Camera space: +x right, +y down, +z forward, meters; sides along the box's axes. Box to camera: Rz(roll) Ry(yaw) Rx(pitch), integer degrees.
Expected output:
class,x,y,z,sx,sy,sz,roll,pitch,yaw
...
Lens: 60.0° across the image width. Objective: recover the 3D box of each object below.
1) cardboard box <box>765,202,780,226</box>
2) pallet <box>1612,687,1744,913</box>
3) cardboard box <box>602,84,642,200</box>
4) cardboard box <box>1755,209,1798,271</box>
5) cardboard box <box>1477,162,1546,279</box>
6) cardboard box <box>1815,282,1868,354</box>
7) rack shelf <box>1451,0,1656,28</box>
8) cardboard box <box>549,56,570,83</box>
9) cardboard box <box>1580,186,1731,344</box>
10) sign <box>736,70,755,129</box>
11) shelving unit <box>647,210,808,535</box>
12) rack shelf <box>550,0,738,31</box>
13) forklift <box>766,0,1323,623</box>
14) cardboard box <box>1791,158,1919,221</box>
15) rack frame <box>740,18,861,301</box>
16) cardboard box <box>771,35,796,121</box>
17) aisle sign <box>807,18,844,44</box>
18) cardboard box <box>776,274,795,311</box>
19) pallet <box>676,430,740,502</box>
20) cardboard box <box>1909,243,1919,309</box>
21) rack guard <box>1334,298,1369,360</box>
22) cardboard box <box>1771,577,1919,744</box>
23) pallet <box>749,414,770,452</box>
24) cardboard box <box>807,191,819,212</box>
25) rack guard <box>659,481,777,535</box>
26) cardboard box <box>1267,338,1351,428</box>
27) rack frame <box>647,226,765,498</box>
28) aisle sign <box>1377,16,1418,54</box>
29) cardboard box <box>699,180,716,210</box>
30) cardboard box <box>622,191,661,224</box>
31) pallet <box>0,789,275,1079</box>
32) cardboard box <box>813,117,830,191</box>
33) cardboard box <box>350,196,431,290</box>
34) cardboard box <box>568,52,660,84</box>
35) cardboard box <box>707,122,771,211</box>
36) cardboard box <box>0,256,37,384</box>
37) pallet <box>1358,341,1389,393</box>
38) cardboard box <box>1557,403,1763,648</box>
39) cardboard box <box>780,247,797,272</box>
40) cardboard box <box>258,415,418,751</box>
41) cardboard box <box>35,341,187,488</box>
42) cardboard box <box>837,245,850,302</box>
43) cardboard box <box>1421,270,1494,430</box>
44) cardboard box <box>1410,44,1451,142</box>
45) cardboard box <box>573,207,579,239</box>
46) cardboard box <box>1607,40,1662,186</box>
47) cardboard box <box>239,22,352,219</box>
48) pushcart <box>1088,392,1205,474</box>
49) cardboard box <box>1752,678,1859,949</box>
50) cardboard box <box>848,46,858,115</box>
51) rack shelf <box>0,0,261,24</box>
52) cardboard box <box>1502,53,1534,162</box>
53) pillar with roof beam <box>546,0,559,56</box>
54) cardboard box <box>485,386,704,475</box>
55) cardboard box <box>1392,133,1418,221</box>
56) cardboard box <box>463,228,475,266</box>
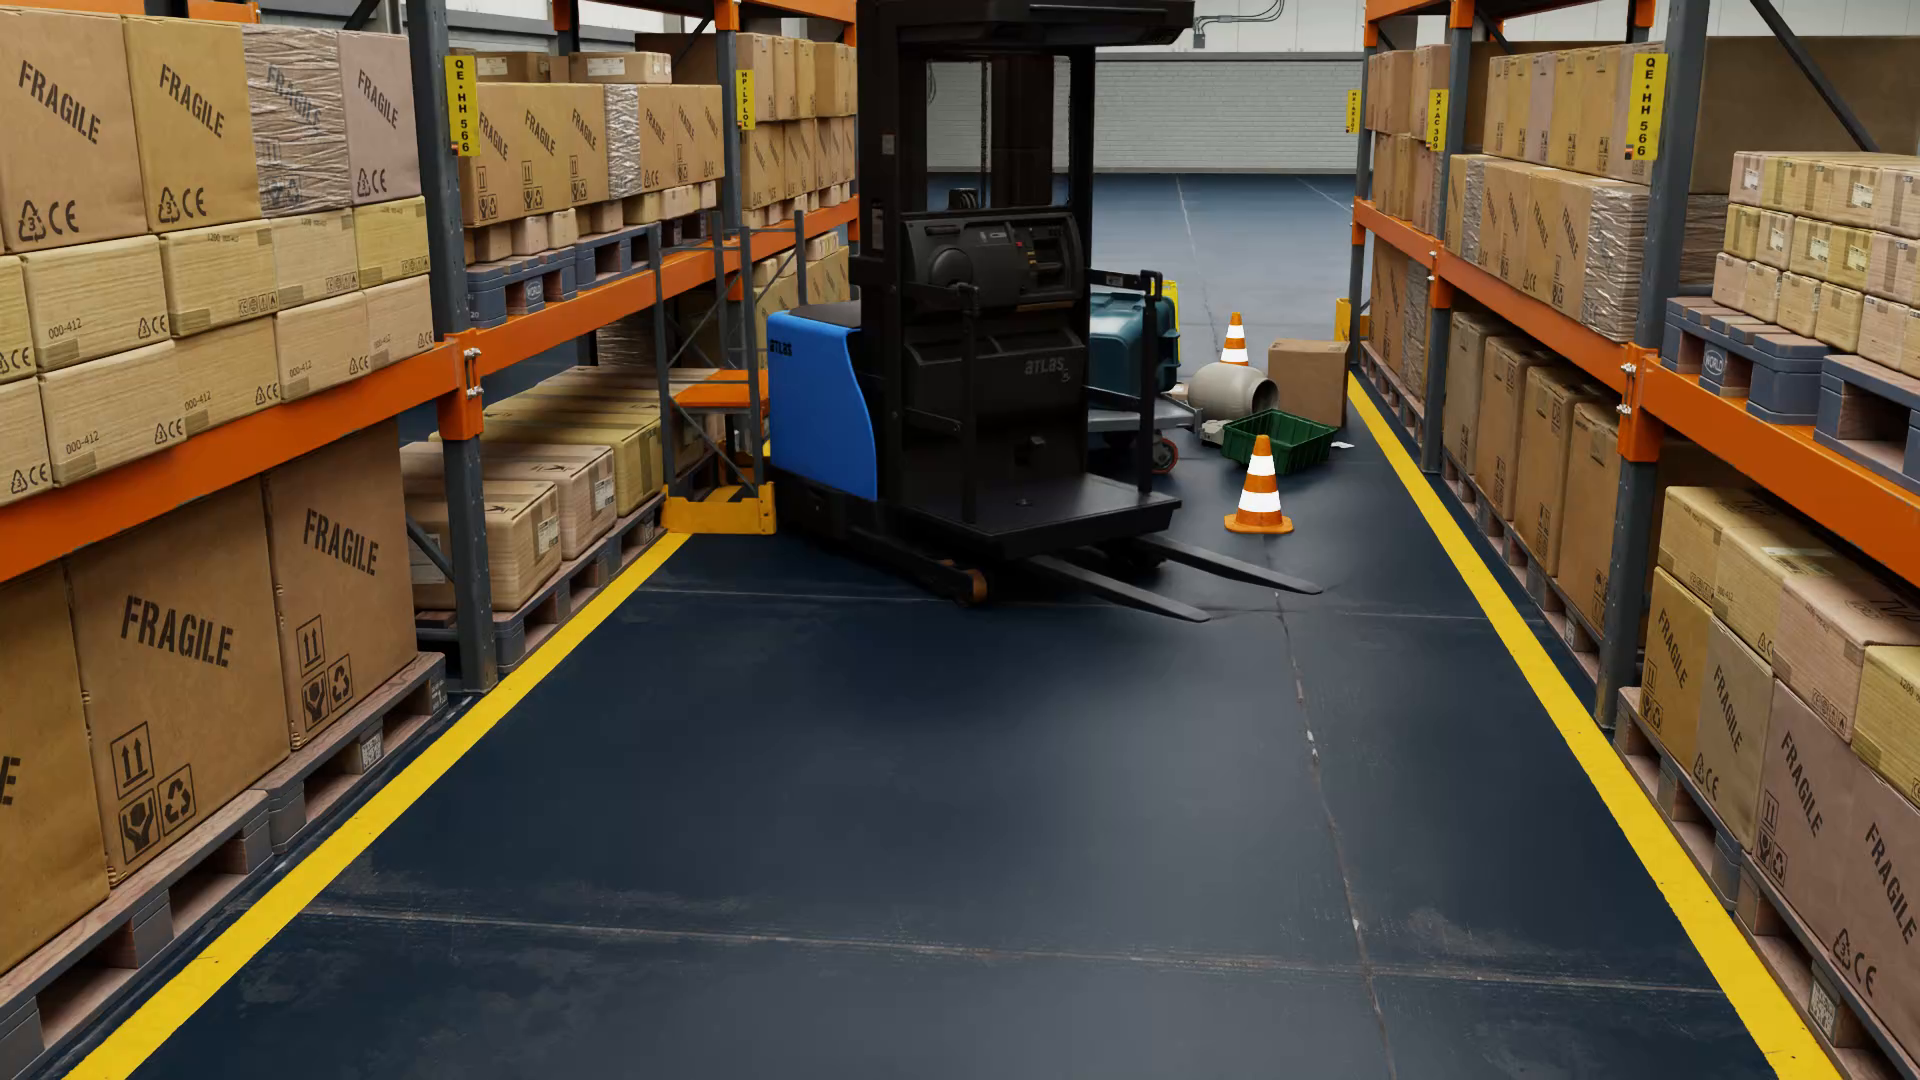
class,x,y,z,sx,sy,sz,roll,pitch,yaw
cardboard box,-1.371,-2.097,10.653,0.380,0.149,0.250,2,15,8
pallet,2.624,0.759,4.949,1.003,0.211,1.213,2,15,6
cardboard box,-1.766,-1.816,7.566,0.500,0.500,0.500,1,15,4
cardboard box,2.431,-0.824,4.571,0.380,0.149,0.250,2,15,9
cardboard box,2.723,-1.486,7.719,0.500,0.500,0.500,2,15,6
cardboard box,2.373,-0.551,4.130,0.380,0.149,0.250,2,15,9
rack shelf,2.939,-2.409,6.955,1.077,0.370,4.000,2,15,6
cardboard box,-2.169,-2.542,9.009,0.380,0.149,0.250,2,15,6
cardboard box,2.498,-0.962,5.783,0.500,0.500,0.500,2,15,6
sign,-1.213,-2.490,9.405,0.100,0.325,0.005,2,15,6
shelving unit,-1.145,-0.896,8.573,0.587,1.500,1.083,1,15,9
rack shelf,-1.991,-2.528,7.397,1.077,0.370,4.000,2,15,6
forklift,0.287,-1.269,7.242,1.130,2.935,3.031,-10,18,-34
cardboard box,2.409,-0.910,4.320,0.380,0.149,0.250,2,15,6
rack frame,-1.313,-2.984,13.450,1.000,3.000,0.127,2,15,6
cardboard box,-1.420,-2.860,10.317,0.700,0.500,0.500,2,15,7
aisle sign,-1.018,-4.246,13.139,0.394,0.787,0.004,2,15,6
cardboard box,-1.381,-1.468,10.871,0.500,0.500,0.500,2,15,9
pallet,-1.851,-0.398,9.230,1.003,0.211,1.213,2,15,6
cardboard box,2.316,-0.561,3.596,0.380,0.149,0.250,2,15,6
rack guard,3.619,-1.664,13.357,1.175,0.500,0.348,2,15,6
cardboard box,2.270,0.284,3.913,0.500,0.250,0.500,2,15,7
pallet,-1.724,-0.775,10.625,1.003,0.211,1.213,2,15,6
cardboard box,-1.218,-2.425,11.866,0.380,0.149,0.250,2,15,6
rack guard,-1.208,-0.163,8.263,0.587,0.250,0.087,1,15,9
cardboard box,2.320,-1.054,11.098,0.500,0.500,0.500,4,16,16
rack frame,-1.225,-0.765,8.098,0.500,1.500,0.032,1,15,9
aisle sign,3.326,-4.146,12.769,0.394,0.787,0.004,2,15,6
cardboard box,-1.549,-1.886,9.068,0.380,0.149,0.250,2,15,7
cardboard box,-1.678,-1.622,8.091,0.380,0.149,0.250,2,15,6
pallet,-2.520,0.955,4.226,1.003,0.211,1.213,2,15,6
cardboard box,-1.222,-2.767,11.888,0.500,0.500,0.500,2,15,6
cardboard box,-2.018,-0.945,5.239,0.500,0.250,0.500,2,15,6
cardboard box,-1.665,-2.277,8.027,0.380,0.149,0.250,1,15,4
cardboard box,-1.438,-2.244,9.953,0.500,0.500,0.500,2,15,6
cardboard box,-2.223,-0.412,3.270,0.500,0.250,0.500,2,15,7
pallet,3.604,-1.308,12.596,1.003,0.211,1.213,2,15,6
cardboard box,2.872,-0.061,6.148,1.050,0.750,0.750,1,15,5
cardboard box,-1.273,-1.876,11.136,0.380,0.149,0.250,3,15,9
cardboard box,-2.377,0.091,5.346,0.875,0.875,0.875,2,15,6
cardboard box,-2.159,-0.301,3.818,0.500,0.250,0.500,1,15,5
cardboard box,-1.145,-2.006,12.859,0.500,0.500,0.500,2,15,7
cardboard box,3.305,-1.165,9.989,0.875,0.875,0.875,2,15,7
cardboard box,3.187,-2.661,9.901,0.875,0.550,0.550,2,15,6
cardboard box,-1.852,-1.347,7.072,0.380,0.149,0.250,3,15,10
cardboard box,2.830,-1.568,6.106,0.700,0.500,0.500,1,15,5
cardboard box,-2.064,-1.165,4.616,0.500,0.500,0.500,2,15,7
pushcart,0.506,-0.626,9.755,1.648,0.377,0.936,-4,16,-13
cardboard box,2.274,0.654,3.980,0.500,0.500,0.500,1,15,5
cardboard box,-1.154,-3.519,12.754,0.700,0.500,0.500,1,15,5
rack shelf,-6.472,-3.711,11.771,1.077,0.370,4.000,2,15,6
cardboard box,3.059,-2.095,8.057,0.700,0.500,0.500,1,15,5
pillar with roof beam,-1.588,-8.856,23.675,9.100,9.000,0.400,2,15,6
cardboard box,-1.899,-0.558,8.708,0.950,0.372,0.625,3,15,10
cardboard box,3.372,-2.415,11.061,0.875,0.550,0.500,2,15,6
cardboard box,-1.995,-1.069,6.046,0.380,0.149,0.250,1,15,3
